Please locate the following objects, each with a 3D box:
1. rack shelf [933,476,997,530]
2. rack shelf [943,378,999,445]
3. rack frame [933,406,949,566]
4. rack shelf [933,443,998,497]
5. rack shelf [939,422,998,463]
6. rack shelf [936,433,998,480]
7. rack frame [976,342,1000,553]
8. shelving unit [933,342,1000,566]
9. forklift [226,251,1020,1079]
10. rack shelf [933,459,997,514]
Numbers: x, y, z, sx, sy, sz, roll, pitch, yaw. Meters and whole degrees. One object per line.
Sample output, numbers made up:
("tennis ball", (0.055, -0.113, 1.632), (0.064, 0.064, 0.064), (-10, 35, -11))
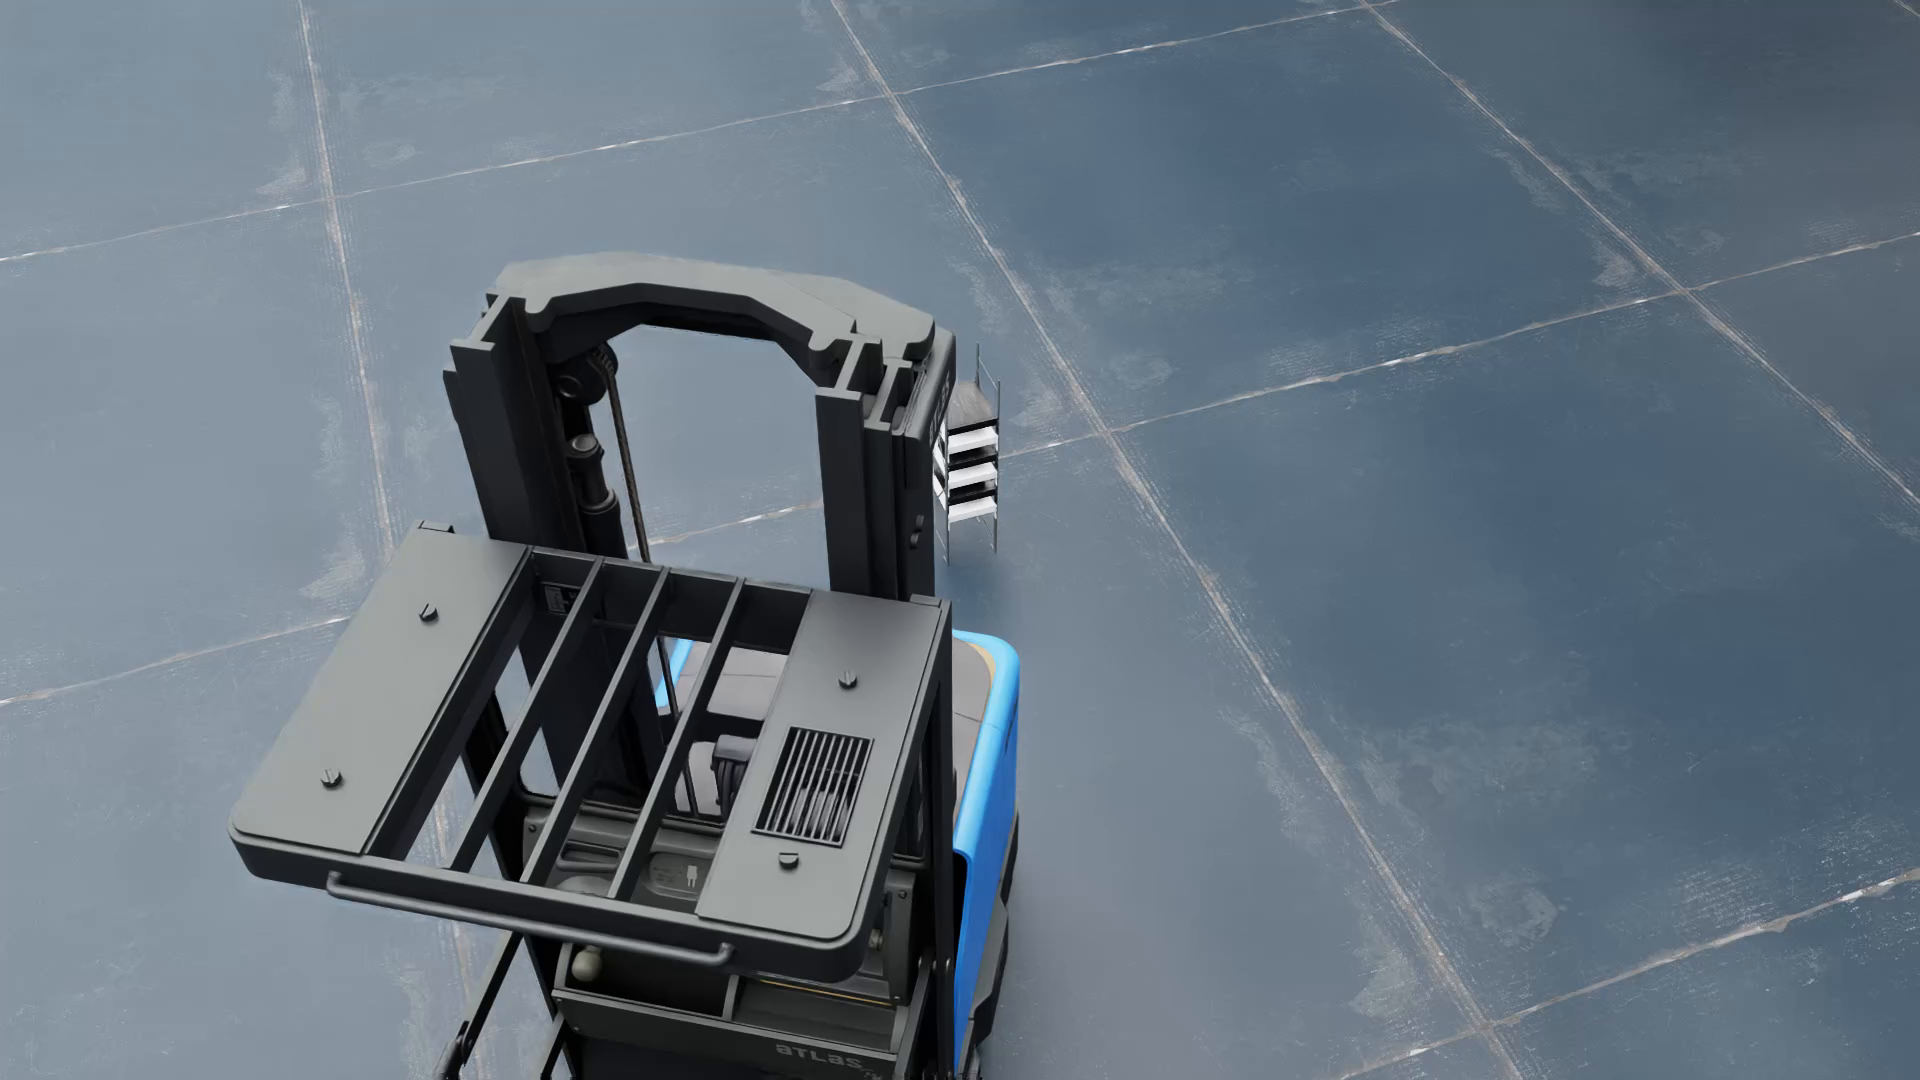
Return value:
("rack shelf", (0.008, -0.169, 6.584), (0.200, 0.077, 0.258), (-14, 47, -14))
("rack shelf", (0.008, -0.487, 6.266), (0.200, 0.077, 0.258), (-14, 47, -14))
("rack frame", (-0.088, -0.295, 6.409), (0.006, 0.900, 0.240), (-14, 47, -14))
("rack shelf", (0.008, -0.296, 6.457), (0.200, 0.077, 0.258), (-14, 47, -14))
("rack shelf", (0.008, -0.423, 6.329), (0.200, 0.077, 0.258), (-14, 47, -14))
("rack shelf", (0.008, -0.360, 6.393), (0.200, 0.077, 0.258), (-14, 47, -14))
("rack frame", (0.103, -0.344, 6.458), (0.006, 0.900, 0.240), (-14, 47, -14))
("shelving unit", (0.008, -0.320, 6.433), (0.210, 0.900, 0.258), (-14, 47, -14))
("forklift", (-0.607, 0.972, 3.712), (1.130, 2.935, 3.031), (8, 46, 8))
("rack shelf", (0.008, -0.233, 6.521), (0.200, 0.077, 0.258), (-14, 47, -14))
